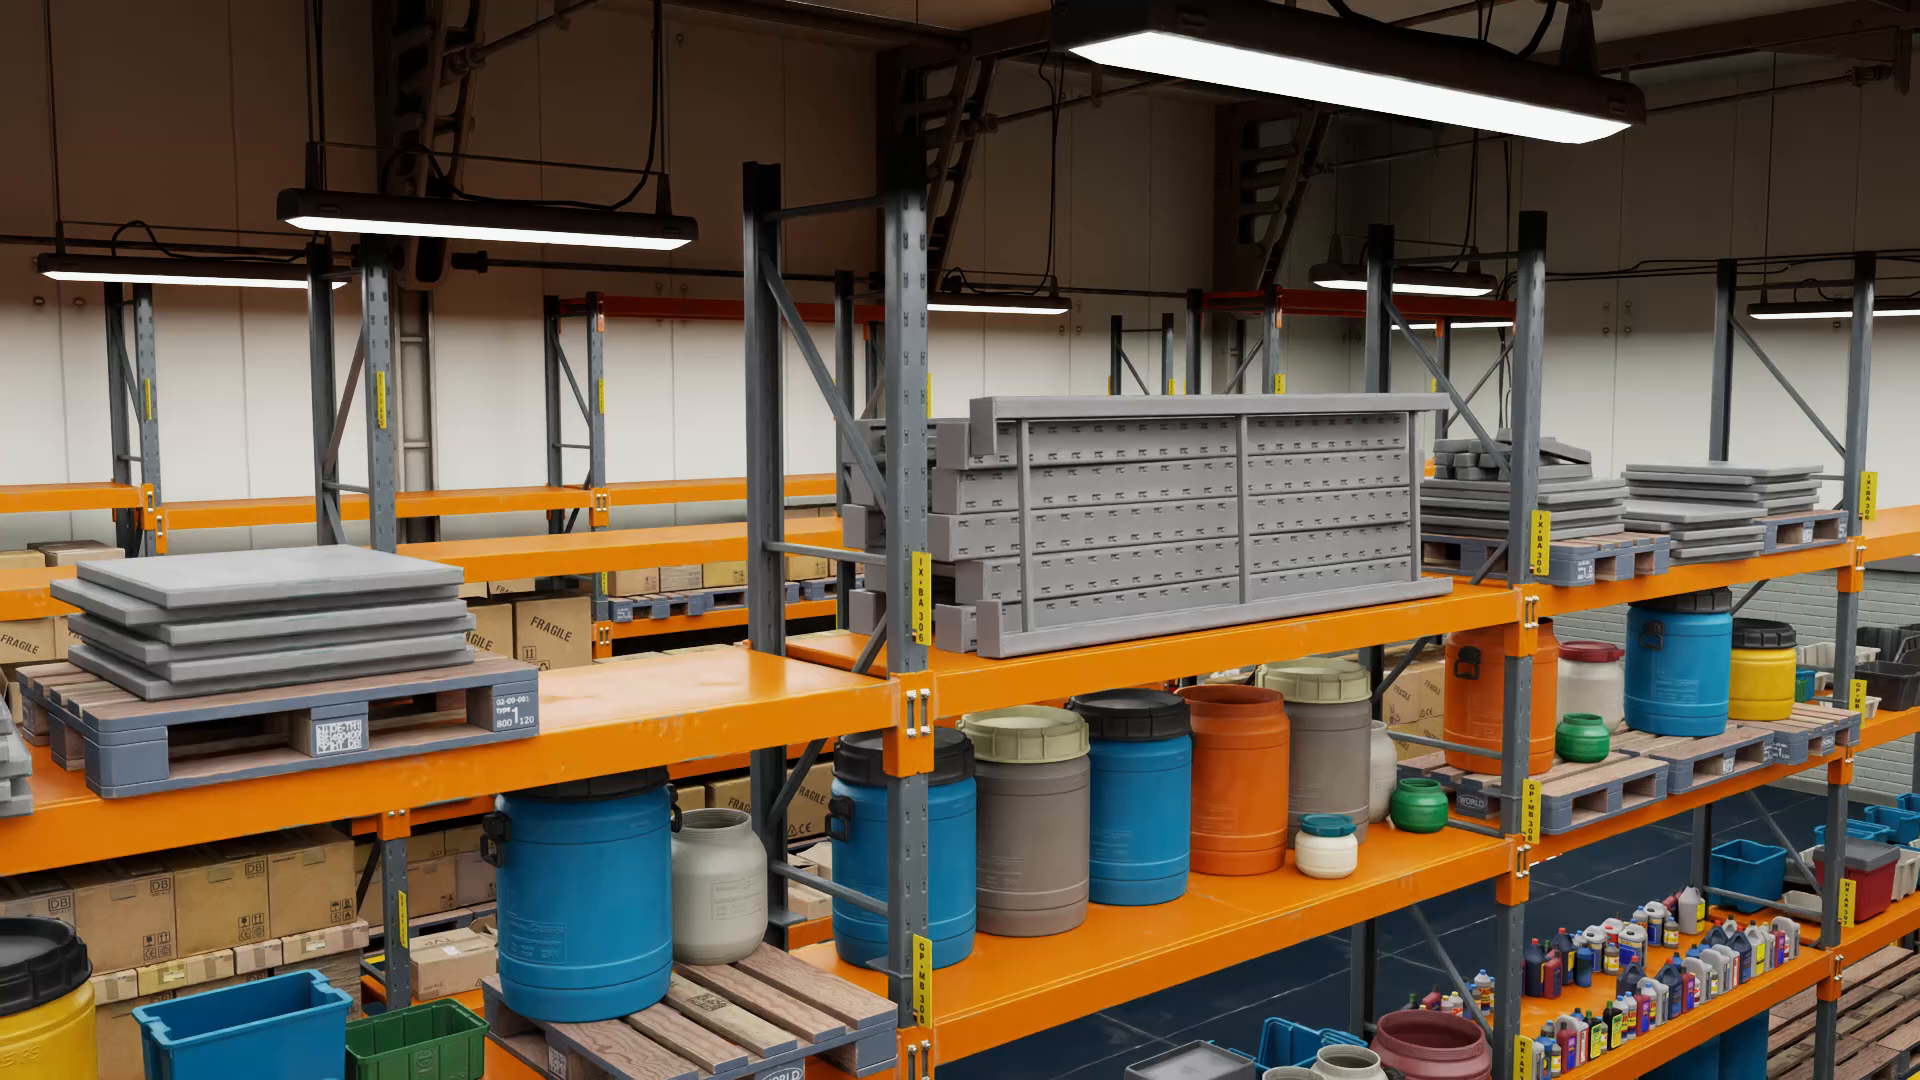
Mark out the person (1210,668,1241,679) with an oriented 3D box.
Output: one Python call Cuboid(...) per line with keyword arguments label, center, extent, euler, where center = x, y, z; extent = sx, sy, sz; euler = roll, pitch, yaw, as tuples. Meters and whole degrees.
Cuboid(label="person", center=(3.592, 2.138, 22.591), extent=(0.518, 1.673, 0.444), euler=(-3, 6, -29))
